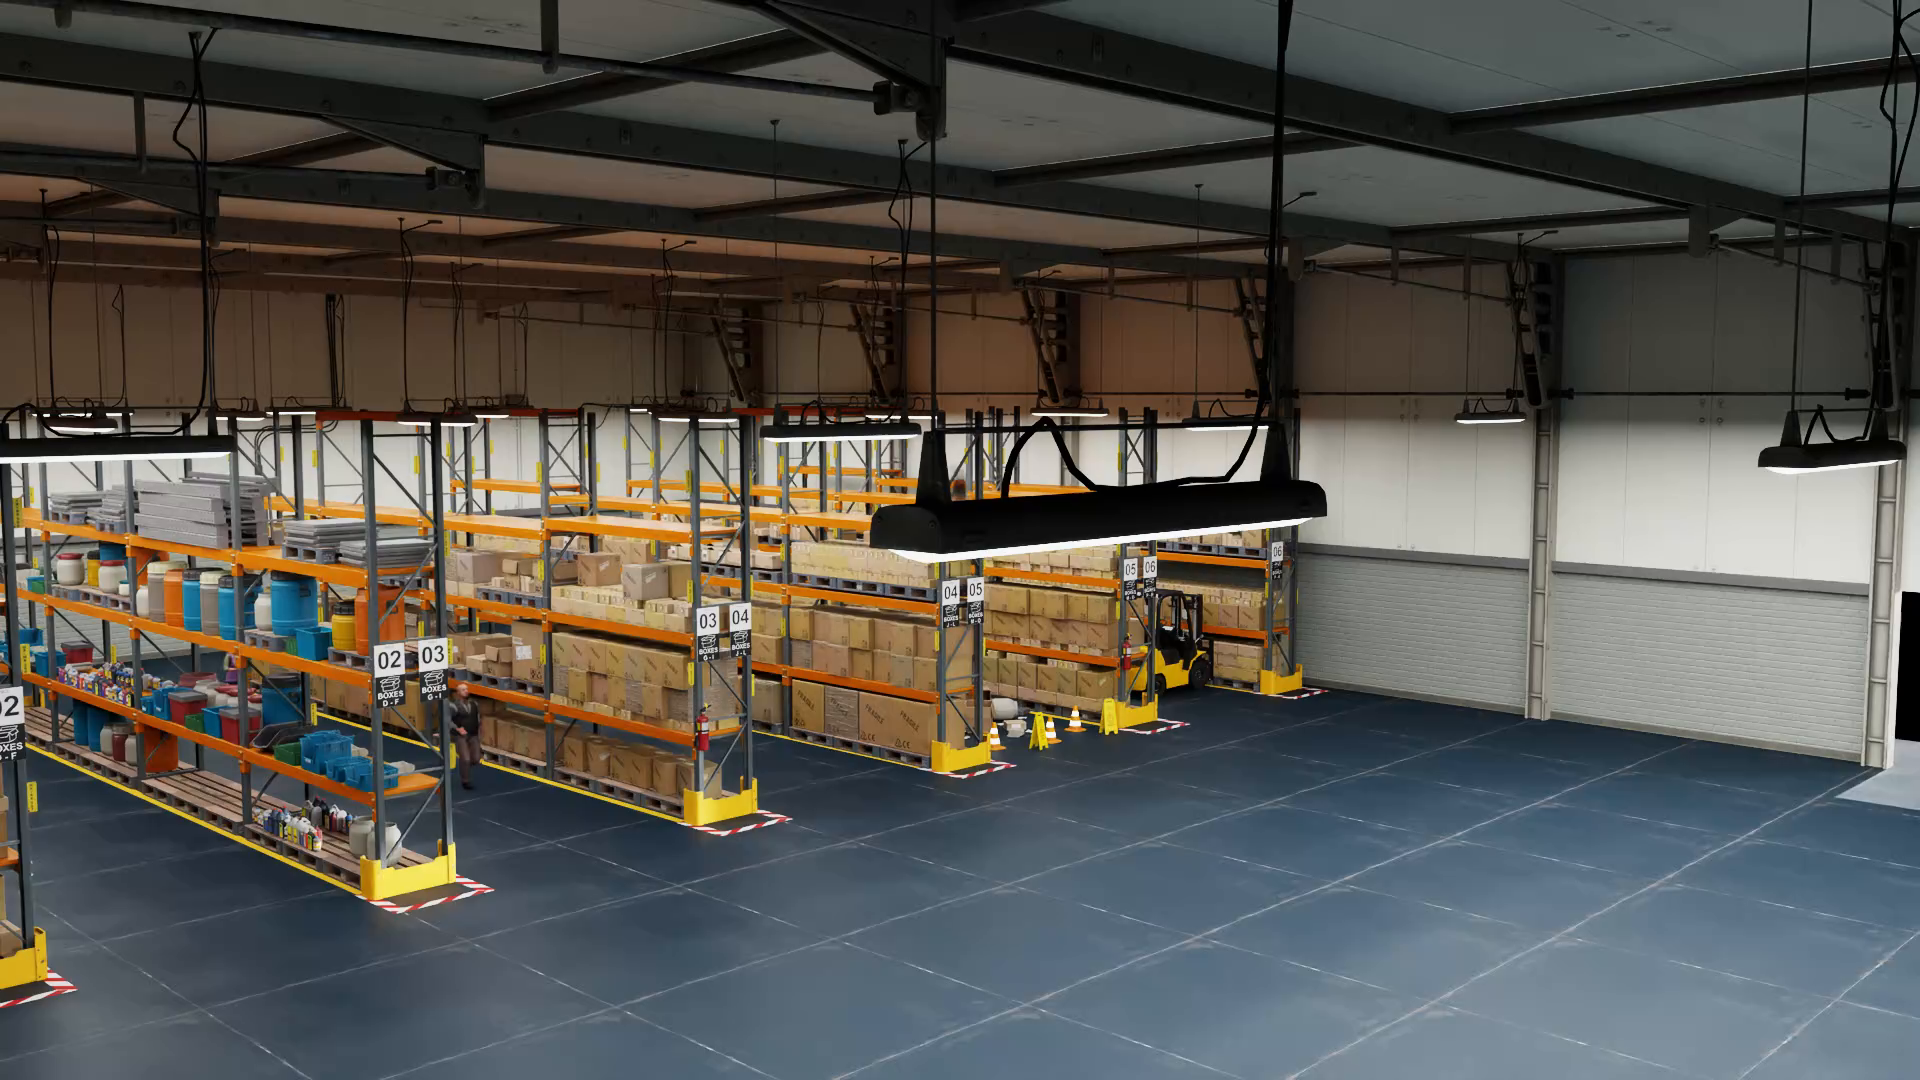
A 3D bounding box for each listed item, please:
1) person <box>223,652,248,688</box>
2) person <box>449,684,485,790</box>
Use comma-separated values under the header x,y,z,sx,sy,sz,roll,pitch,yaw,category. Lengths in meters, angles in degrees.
x,y,z,sx,sy,sz,roll,pitch,yaw,category
-13.929,2.690,32.031,0.743,1.553,0.565,5,7,42,person
-7.947,3.142,26.673,0.661,1.682,0.585,-5,7,-44,person
